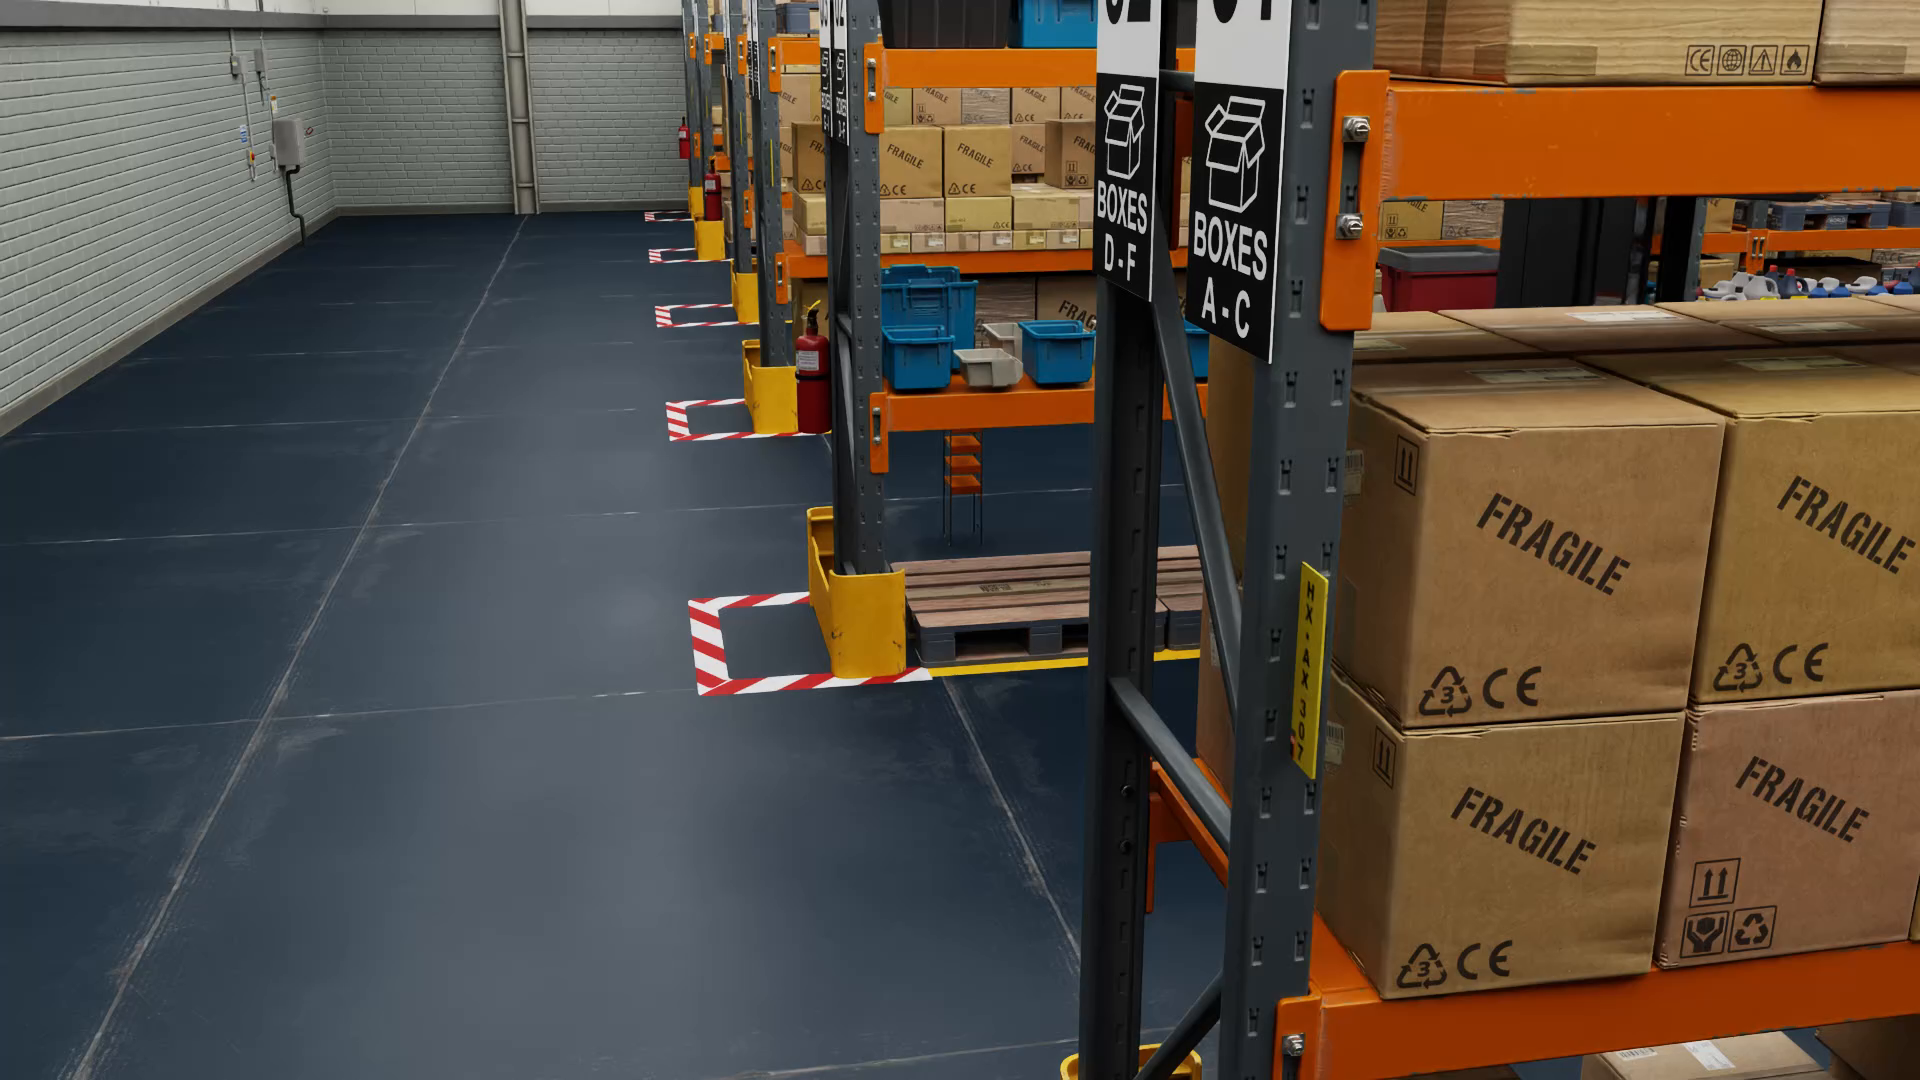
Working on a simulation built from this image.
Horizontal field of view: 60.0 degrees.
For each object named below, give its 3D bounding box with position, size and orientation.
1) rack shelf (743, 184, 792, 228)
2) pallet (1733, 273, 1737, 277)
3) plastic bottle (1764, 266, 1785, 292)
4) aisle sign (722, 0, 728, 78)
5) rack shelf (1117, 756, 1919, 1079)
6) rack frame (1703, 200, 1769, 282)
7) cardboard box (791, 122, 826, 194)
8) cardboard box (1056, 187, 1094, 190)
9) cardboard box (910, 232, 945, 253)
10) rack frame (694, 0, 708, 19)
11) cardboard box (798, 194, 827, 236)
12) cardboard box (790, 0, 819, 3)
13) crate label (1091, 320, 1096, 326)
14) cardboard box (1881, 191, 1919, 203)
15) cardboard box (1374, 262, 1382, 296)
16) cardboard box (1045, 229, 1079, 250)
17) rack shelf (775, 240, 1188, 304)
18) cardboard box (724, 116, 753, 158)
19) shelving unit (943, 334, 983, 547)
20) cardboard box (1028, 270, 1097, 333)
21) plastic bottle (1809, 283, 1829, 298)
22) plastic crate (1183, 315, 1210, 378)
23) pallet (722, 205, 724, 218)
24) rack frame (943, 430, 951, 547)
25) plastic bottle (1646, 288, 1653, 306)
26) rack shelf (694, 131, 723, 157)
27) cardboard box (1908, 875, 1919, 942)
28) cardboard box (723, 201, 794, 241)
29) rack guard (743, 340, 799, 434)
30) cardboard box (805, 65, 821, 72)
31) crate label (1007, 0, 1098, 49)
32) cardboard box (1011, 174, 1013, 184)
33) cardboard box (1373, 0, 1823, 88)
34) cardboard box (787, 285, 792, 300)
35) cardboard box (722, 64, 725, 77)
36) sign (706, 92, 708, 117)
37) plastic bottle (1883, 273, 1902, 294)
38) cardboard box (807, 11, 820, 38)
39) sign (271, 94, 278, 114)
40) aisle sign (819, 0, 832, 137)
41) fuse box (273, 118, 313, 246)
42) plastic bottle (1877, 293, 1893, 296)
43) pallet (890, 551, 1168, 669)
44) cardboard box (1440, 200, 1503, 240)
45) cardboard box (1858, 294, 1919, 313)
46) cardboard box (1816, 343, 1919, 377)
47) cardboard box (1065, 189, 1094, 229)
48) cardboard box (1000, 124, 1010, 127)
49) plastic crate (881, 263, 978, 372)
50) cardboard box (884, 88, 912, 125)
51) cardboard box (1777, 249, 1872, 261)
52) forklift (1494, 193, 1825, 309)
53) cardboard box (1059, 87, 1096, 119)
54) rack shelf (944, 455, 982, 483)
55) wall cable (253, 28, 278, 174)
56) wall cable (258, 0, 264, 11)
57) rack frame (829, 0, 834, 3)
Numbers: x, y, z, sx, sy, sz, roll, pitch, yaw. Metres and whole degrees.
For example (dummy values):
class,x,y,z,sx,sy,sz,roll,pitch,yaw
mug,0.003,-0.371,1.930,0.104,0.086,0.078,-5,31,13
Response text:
class,x,y,z,sx,sy,sz,roll,pitch,yaw
rack shelf,-0.319,-3.600,17.648,4.000,0.370,1.077,-3,17,-10
pallet,8.756,-3.103,19.555,1.213,0.211,1.003,-3,17,-10
plastic bottle,4.448,-1.324,9.097,0.185,0.351,0.144,-3,17,-10
aisle sign,-2.412,-5.157,17.066,0.004,0.787,0.394,-3,17,-10
rack shelf,2.398,0.692,3.676,4.000,0.370,1.077,-3,17,-10
rack frame,6.413,-2.842,13.957,0.127,3.000,1.000,-3,17,-10
cardboard box,-1.013,-2.929,12.709,0.500,0.500,0.500,-3,17,-10
cardboard box,0.978,-2.683,13.186,0.500,0.250,0.500,-3,17,-9
cardboard box,-0.271,-2.245,12.441,0.250,0.149,0.380,-4,17,-11
rack frame,-3.321,-8.121,20.927,0.127,3.000,1.000,-3,17,-10
cardboard box,-0.919,-2.416,12.318,0.500,0.250,0.500,-4,17,-12
cardboard box,-0.941,-4.171,12.119,0.500,0.500,0.700,-4,18,-14
crate label,0.821,-1.004,8.318,0.243,0.136,0.396,-3,17,-10
cardboard box,8.103,-2.998,14.005,0.500,0.250,0.500,-4,17,-12
cardboard box,3.111,-1.846,13.617,0.875,0.875,1.225,-3,17,-10
cardboard box,0.737,-2.302,12.627,0.250,0.149,0.380,-3,17,-10
rack shelf,0.522,-2.164,12.974,4.000,0.370,1.077,-3,17,-10
cardboard box,-2.795,-5.245,21.610,0.500,0.500,0.500,-3,17,-11
shelving unit,0.014,-0.574,9.638,0.189,1.200,0.258,-3,17,-10
cardboard box,0.939,-1.741,13.274,0.875,0.875,0.875,-3,17,-10
plastic bottle,4.647,-1.259,9.021,0.097,0.271,0.097,0,17,0
plastic crate,1.096,-0.910,7.848,0.300,0.233,0.416,-3,17,-10
pallet,-3.409,-5.400,27.034,1.213,0.211,1.003,-3,17,-10
rack frame,-0.076,-0.569,9.622,0.006,1.200,0.240,-3,17,-10
plastic bottle,3.751,-1.248,8.976,0.135,0.276,0.152,-3,17,-10
rack shelf,-2.303,-6.452,26.934,4.000,0.370,1.077,-3,17,-10
cardboard box,1.919,0.405,3.213,0.500,0.500,0.500,-3,17,-11
cardboard box,-2.692,-4.295,22.335,0.875,0.438,0.875,-4,17,-12
rack guard,-1.465,-1.200,12.869,0.348,0.500,1.175,-3,17,-10
cardboard box,-1.897,-6.096,21.571,0.250,0.149,0.380,-3,17,-10
crate label,0.466,-2.290,7.303,0.502,0.251,0.408,-3,17,-10
cardboard box,0.384,-3.777,17.428,0.250,0.149,0.380,-4,18,-13
cardboard box,0.987,-0.858,2.644,0.500,0.250,0.500,-3,17,-10
cardboard box,-1.708,-2.607,17.331,0.250,0.149,0.380,-3,17,-9
cardboard box,-2.920,-6.029,21.355,0.250,0.149,0.380,-3,17,-9
sign,-3.222,-5.545,21.147,0.005,0.325,0.100,-3,17,-10
plastic bottle,5.184,-1.346,9.284,0.133,0.283,0.061,-3,17,-10
cardboard box,-1.276,-5.174,16.694,0.500,0.250,0.500,-3,17,-9
sign,-9.301,-5.914,22.550,0.001,0.242,0.339,-3,17,-10
aisle sign,-0.628,-2.292,7.738,0.004,0.787,0.394,-3,17,-10
fuse box,-9.108,-4.931,22.950,0.414,1.711,0.539,-3,17,-10
plastic bottle,4.833,-1.144,8.638,0.135,0.276,0.152,-3,17,-10
pallet,0.315,0.329,8.380,1.213,0.211,1.003,-3,17,-10
cardboard box,3.970,-2.677,13.248,0.500,0.500,0.500,-4,17,-12
cardboard box,2.327,-0.258,3.669,0.500,0.500,0.500,-3,17,-9
cardboard box,1.924,-0.073,3.067,0.500,0.500,0.500,-3,17,-10
cardboard box,1.094,-2.532,12.695,0.500,0.250,0.500,-3,17,-9
cardboard box,0.224,-4.081,17.312,0.500,0.500,0.500,-3,17,-11
plastic crate,-0.208,-1.087,8.080,0.499,0.435,0.616,-3,17,-10
cardboard box,-0.783,-4.501,16.978,0.500,0.500,0.500,-4,17,-12
cardboard box,10.130,-3.701,19.655,0.875,0.875,0.875,-3,17,-10
forklift,2.879,-0.513,6.491,3.031,2.935,1.130,11,20,32
cardboard box,1.234,-4.619,17.361,0.500,0.500,0.500,-4,17,-12
rack shelf,0.014,-0.417,9.687,0.180,0.103,0.258,-3,17,-10
wall cable,-9.134,-5.827,21.943,0.122,1.984,0.588,-3,17,-10
wall cable,-9.484,-8.763,22.953,0.133,3.039,2.988,-3,17,-10
rack frame,-0.502,-3.837,6.977,0.127,3.000,1.000,-3,17,-10
